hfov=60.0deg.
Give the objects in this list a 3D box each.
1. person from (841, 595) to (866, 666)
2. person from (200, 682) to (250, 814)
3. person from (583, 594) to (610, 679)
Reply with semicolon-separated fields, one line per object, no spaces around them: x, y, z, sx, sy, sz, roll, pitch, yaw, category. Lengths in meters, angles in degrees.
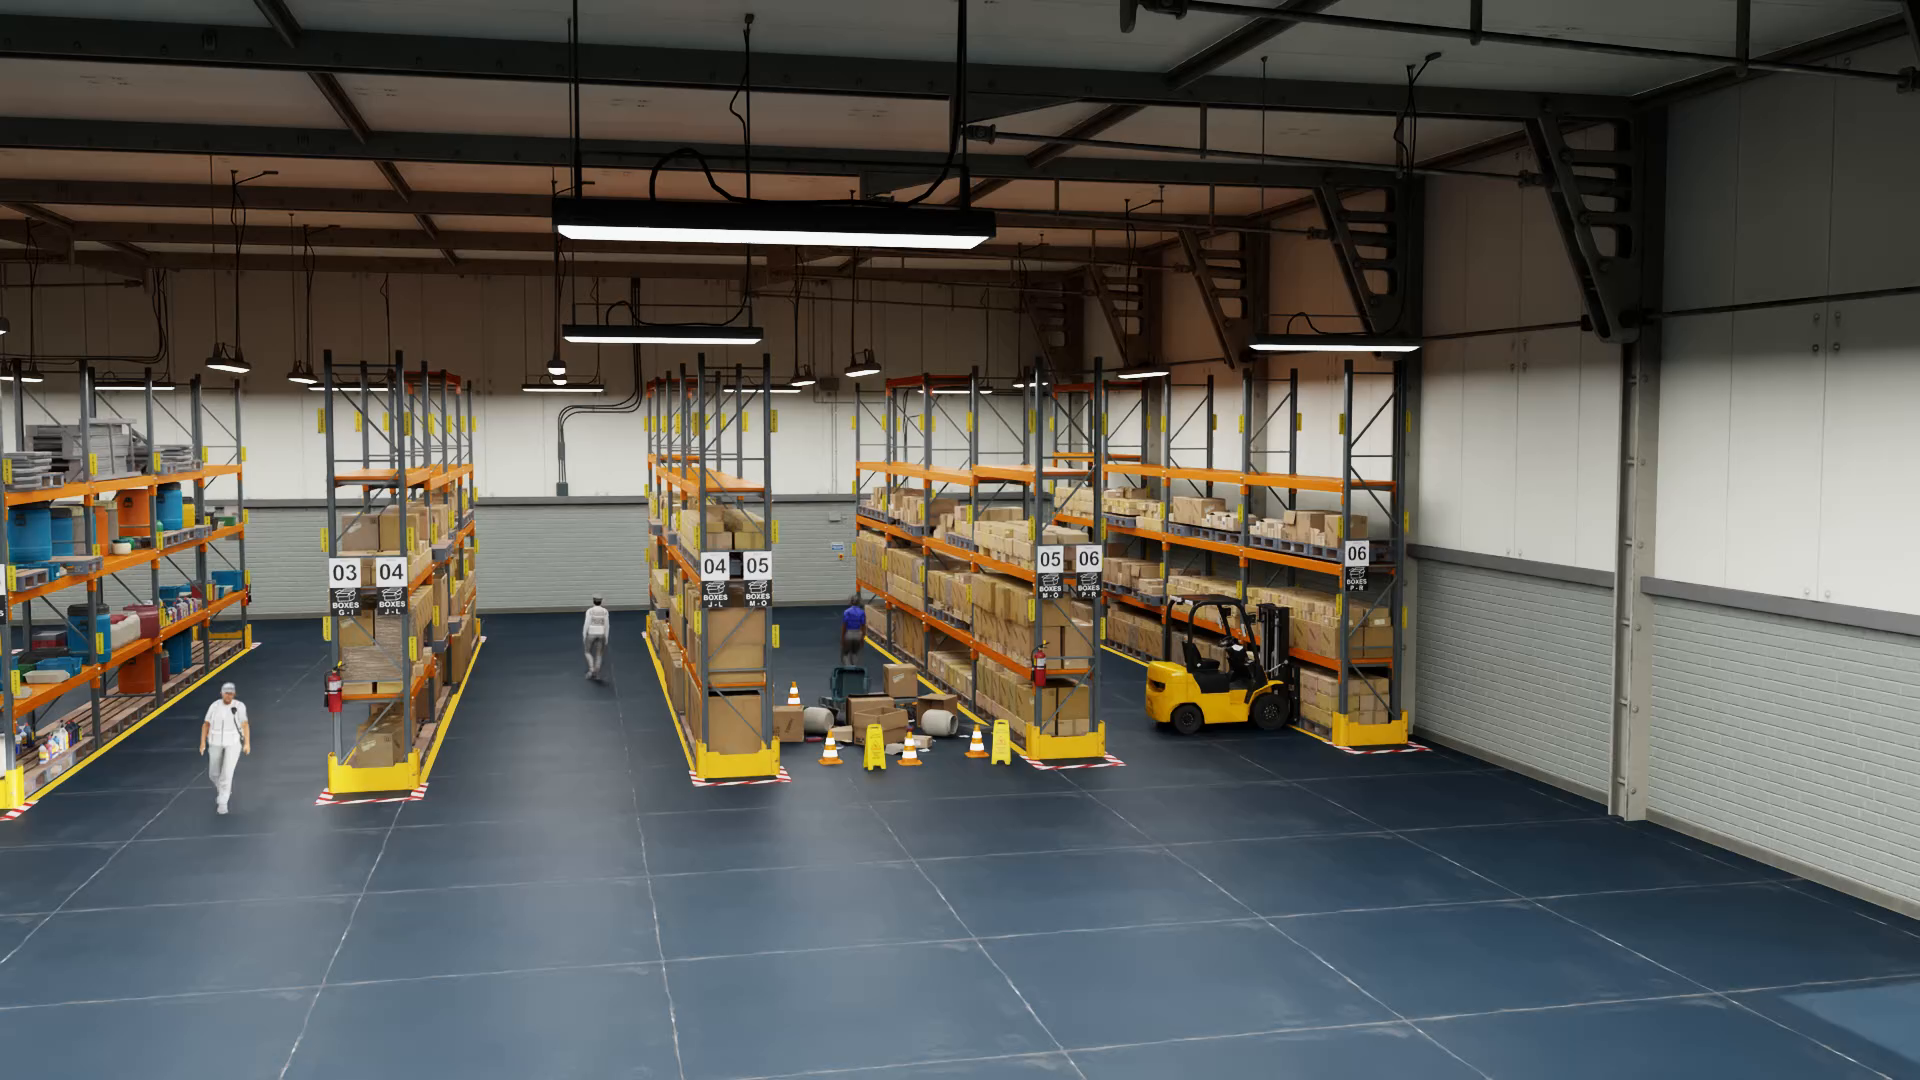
-1.994;1.847;31.084;0.491;1.646;0.509;-1;4;-16;person
-9.598;2.689;21.718;0.560;1.651;0.740;-1;4;-12;person
-7.113;1.898;32.532;0.520;1.672;0.402;-2;4;-21;person
